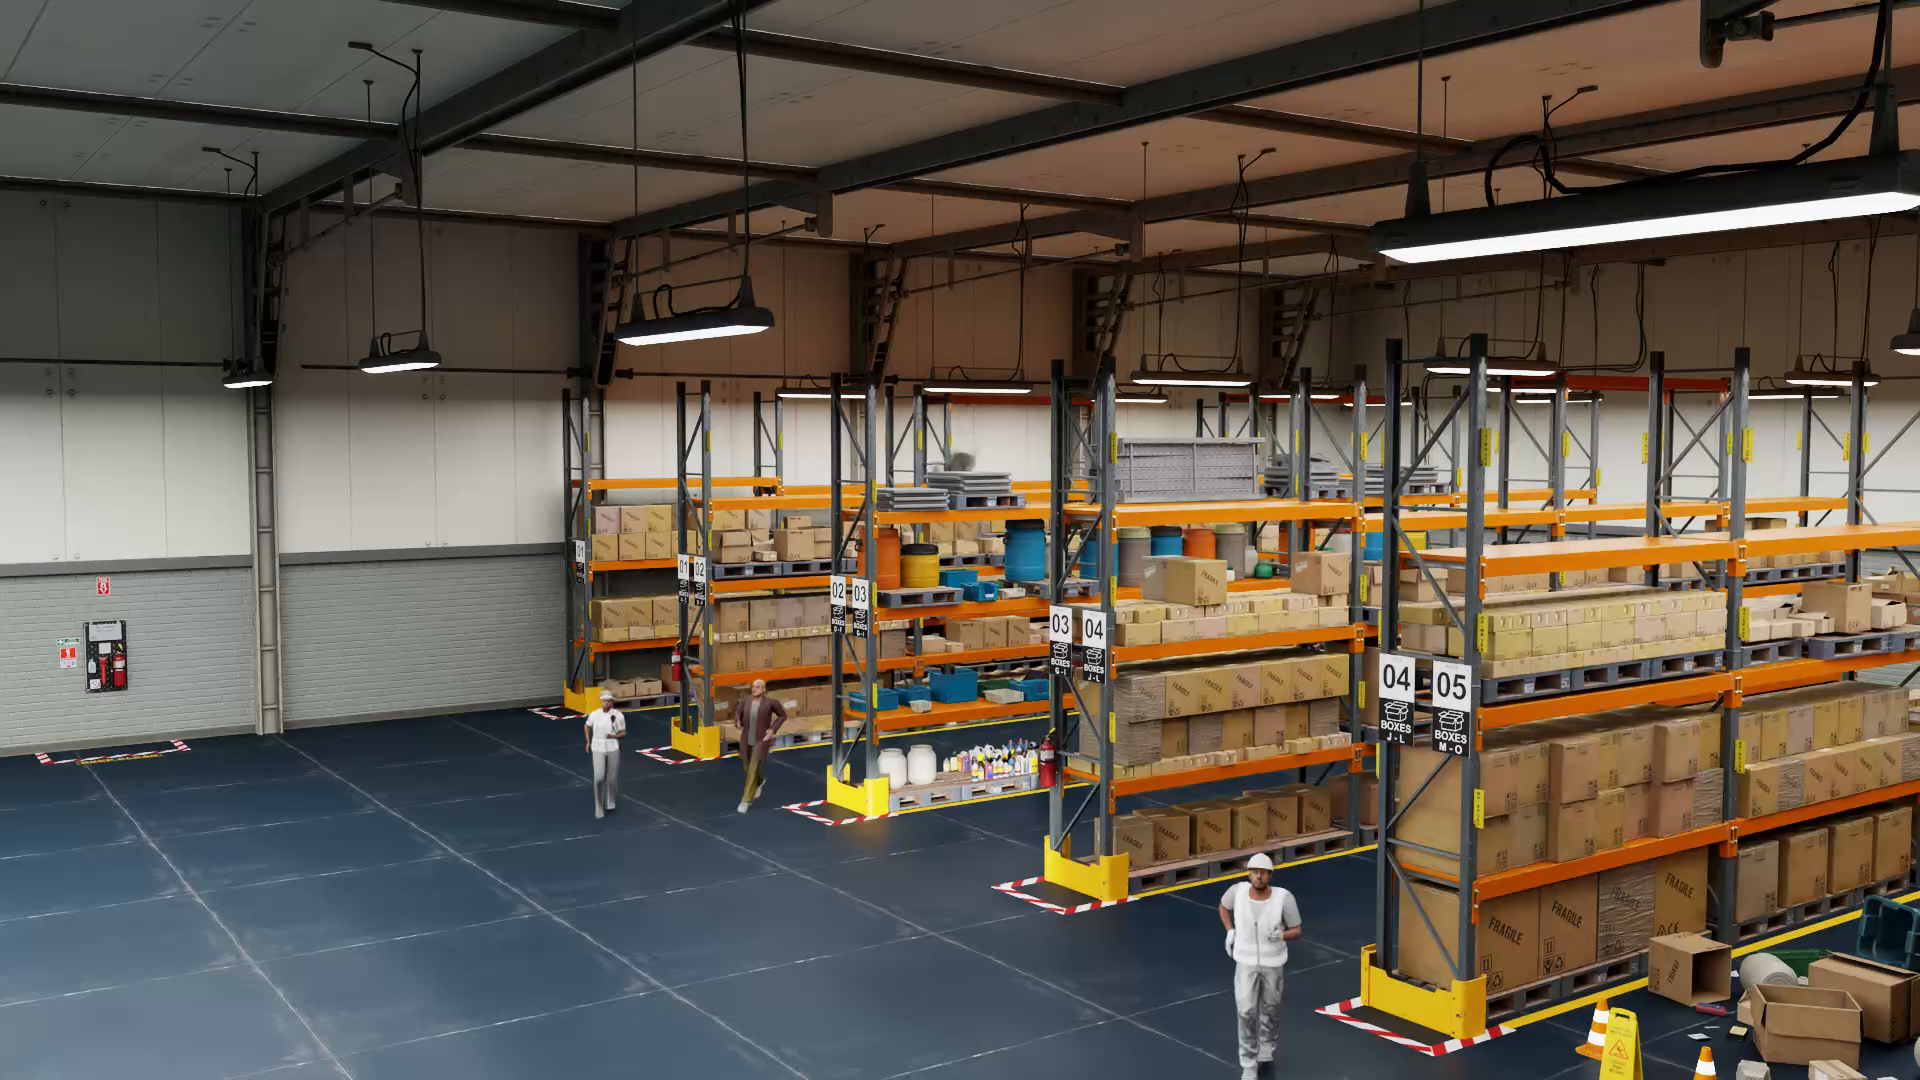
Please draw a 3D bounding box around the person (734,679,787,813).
[{"bbox_3d":[-2.783,2.804,22.977,0.718,1.789,0.967,1,4,20],"label":"person"}]

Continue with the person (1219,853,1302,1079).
[{"bbox_3d":[2.397,3.417,13.323,0.669,1.836,0.735,1,4,12],"label":"person"}]

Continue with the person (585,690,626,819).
[{"bbox_3d":[-4.784,2.889,22.456,0.544,1.726,0.724,-1,4,-13],"label":"person"}]
